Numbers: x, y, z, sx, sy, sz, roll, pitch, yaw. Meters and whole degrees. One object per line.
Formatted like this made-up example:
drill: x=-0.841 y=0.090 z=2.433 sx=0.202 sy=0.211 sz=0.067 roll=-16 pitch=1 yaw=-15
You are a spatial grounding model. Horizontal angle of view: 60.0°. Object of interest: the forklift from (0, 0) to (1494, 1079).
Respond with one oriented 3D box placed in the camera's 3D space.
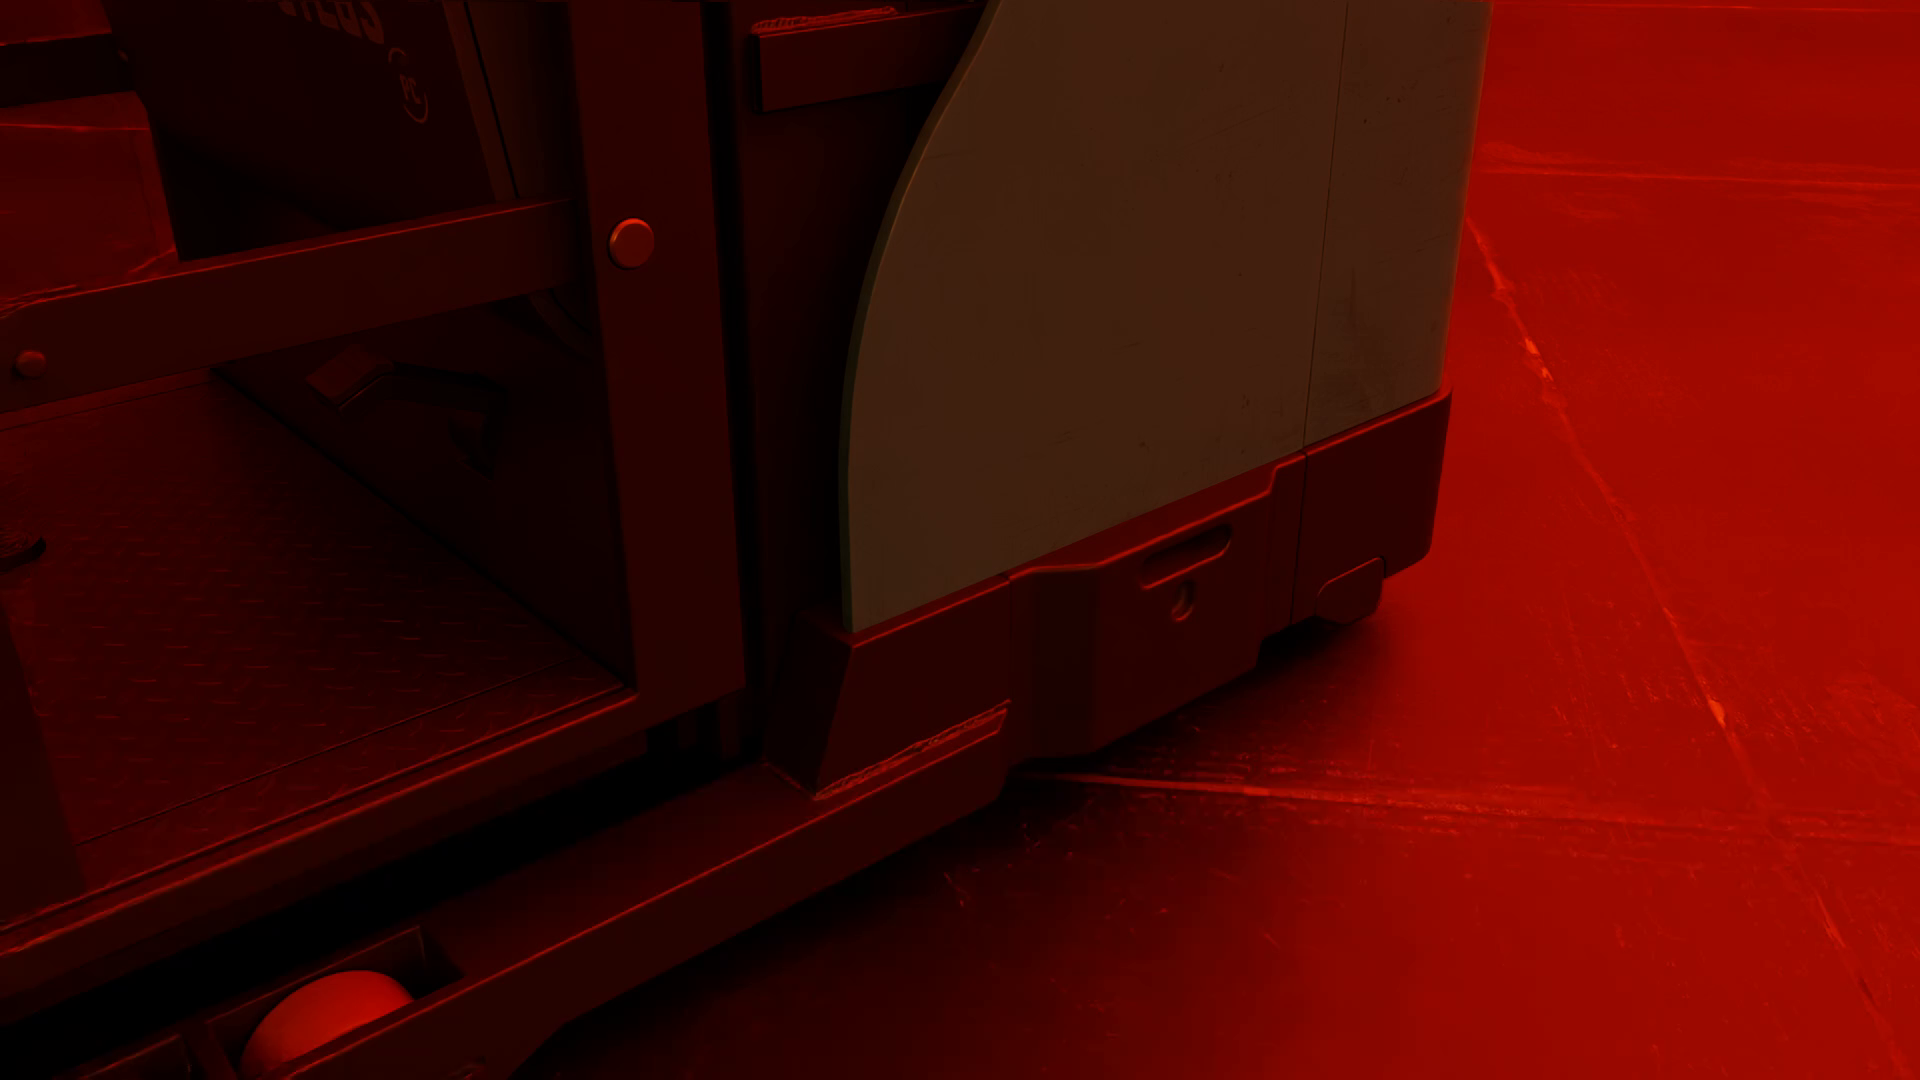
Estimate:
forklift: x=-0.782 y=-0.980 z=1.181 sx=3.031 sy=2.935 sz=1.130 roll=-21 pitch=33 yaw=-36
